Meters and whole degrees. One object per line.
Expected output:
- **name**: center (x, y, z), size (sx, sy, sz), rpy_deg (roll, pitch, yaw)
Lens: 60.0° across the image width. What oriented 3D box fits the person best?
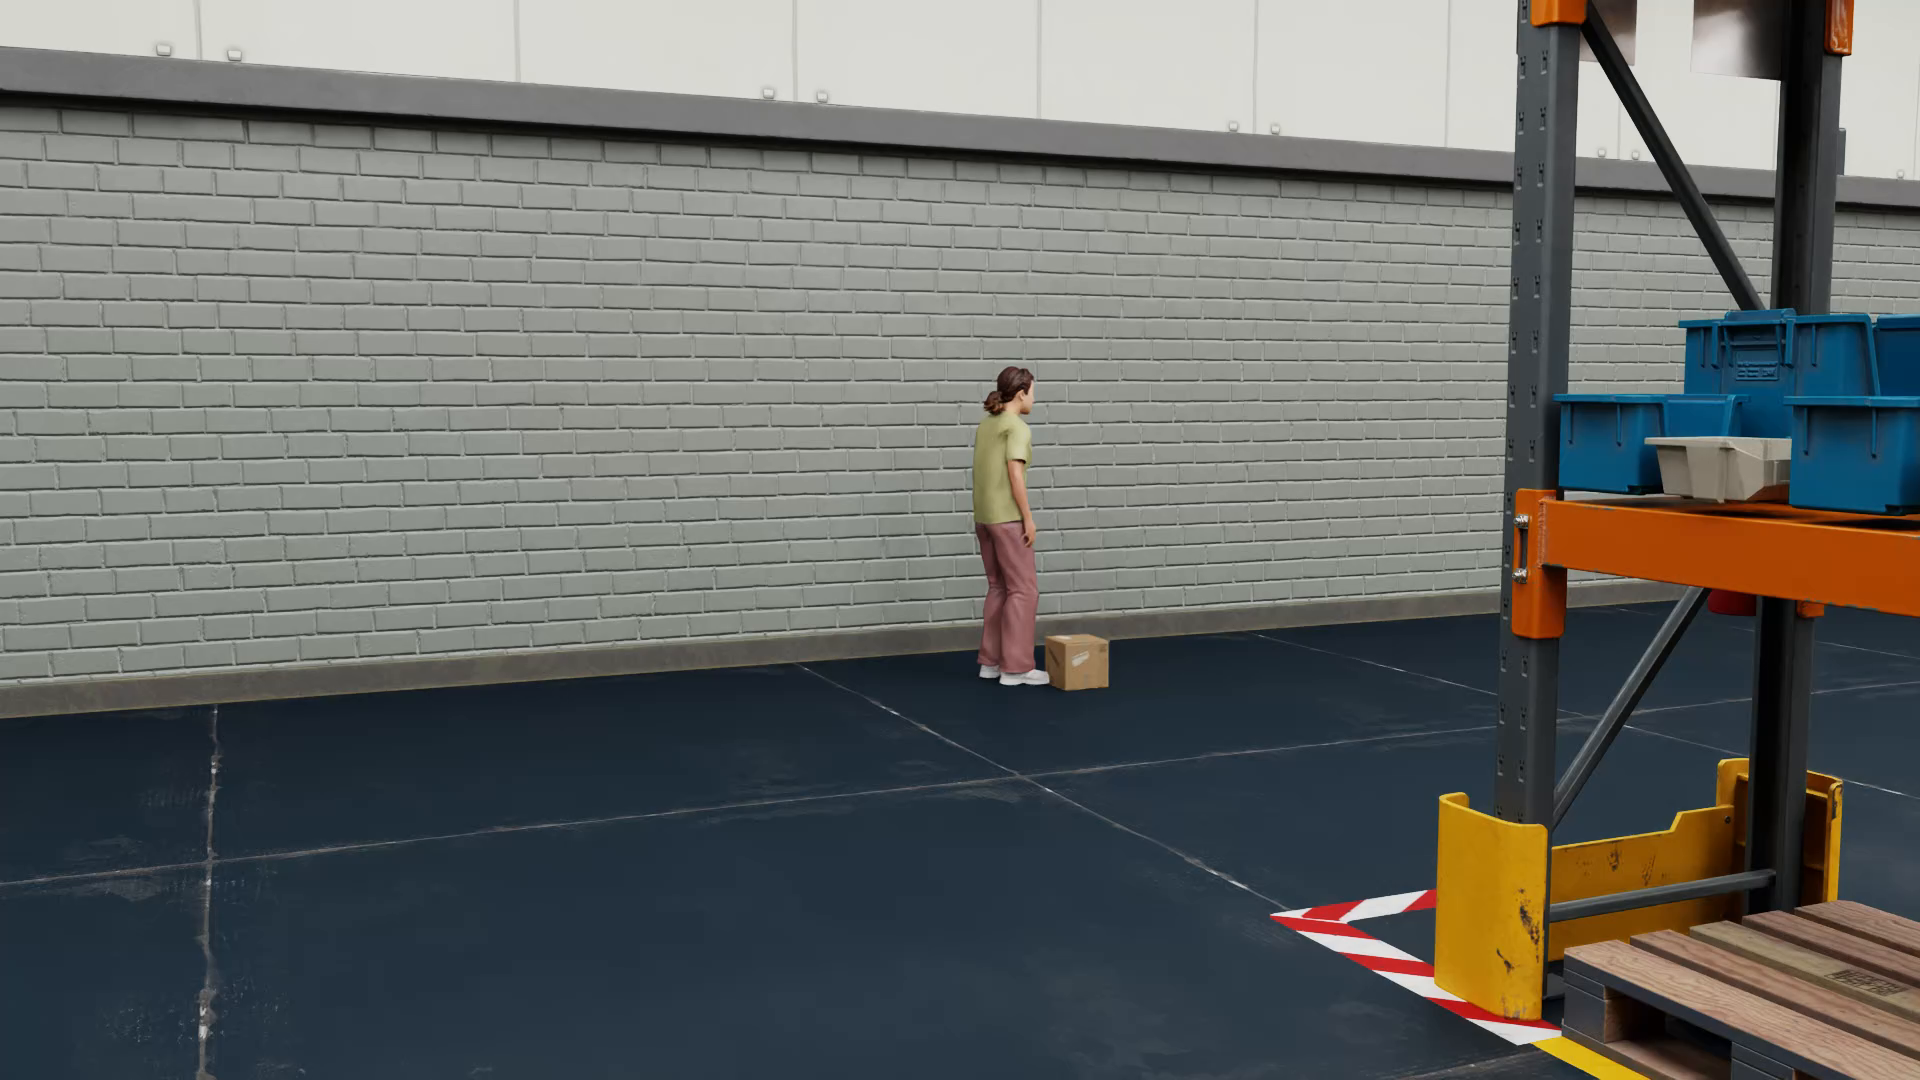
- **person**: center (0.259, -0.083, 8.839), size (0.360, 1.672, 0.499), rpy_deg (-3, 6, -26)
